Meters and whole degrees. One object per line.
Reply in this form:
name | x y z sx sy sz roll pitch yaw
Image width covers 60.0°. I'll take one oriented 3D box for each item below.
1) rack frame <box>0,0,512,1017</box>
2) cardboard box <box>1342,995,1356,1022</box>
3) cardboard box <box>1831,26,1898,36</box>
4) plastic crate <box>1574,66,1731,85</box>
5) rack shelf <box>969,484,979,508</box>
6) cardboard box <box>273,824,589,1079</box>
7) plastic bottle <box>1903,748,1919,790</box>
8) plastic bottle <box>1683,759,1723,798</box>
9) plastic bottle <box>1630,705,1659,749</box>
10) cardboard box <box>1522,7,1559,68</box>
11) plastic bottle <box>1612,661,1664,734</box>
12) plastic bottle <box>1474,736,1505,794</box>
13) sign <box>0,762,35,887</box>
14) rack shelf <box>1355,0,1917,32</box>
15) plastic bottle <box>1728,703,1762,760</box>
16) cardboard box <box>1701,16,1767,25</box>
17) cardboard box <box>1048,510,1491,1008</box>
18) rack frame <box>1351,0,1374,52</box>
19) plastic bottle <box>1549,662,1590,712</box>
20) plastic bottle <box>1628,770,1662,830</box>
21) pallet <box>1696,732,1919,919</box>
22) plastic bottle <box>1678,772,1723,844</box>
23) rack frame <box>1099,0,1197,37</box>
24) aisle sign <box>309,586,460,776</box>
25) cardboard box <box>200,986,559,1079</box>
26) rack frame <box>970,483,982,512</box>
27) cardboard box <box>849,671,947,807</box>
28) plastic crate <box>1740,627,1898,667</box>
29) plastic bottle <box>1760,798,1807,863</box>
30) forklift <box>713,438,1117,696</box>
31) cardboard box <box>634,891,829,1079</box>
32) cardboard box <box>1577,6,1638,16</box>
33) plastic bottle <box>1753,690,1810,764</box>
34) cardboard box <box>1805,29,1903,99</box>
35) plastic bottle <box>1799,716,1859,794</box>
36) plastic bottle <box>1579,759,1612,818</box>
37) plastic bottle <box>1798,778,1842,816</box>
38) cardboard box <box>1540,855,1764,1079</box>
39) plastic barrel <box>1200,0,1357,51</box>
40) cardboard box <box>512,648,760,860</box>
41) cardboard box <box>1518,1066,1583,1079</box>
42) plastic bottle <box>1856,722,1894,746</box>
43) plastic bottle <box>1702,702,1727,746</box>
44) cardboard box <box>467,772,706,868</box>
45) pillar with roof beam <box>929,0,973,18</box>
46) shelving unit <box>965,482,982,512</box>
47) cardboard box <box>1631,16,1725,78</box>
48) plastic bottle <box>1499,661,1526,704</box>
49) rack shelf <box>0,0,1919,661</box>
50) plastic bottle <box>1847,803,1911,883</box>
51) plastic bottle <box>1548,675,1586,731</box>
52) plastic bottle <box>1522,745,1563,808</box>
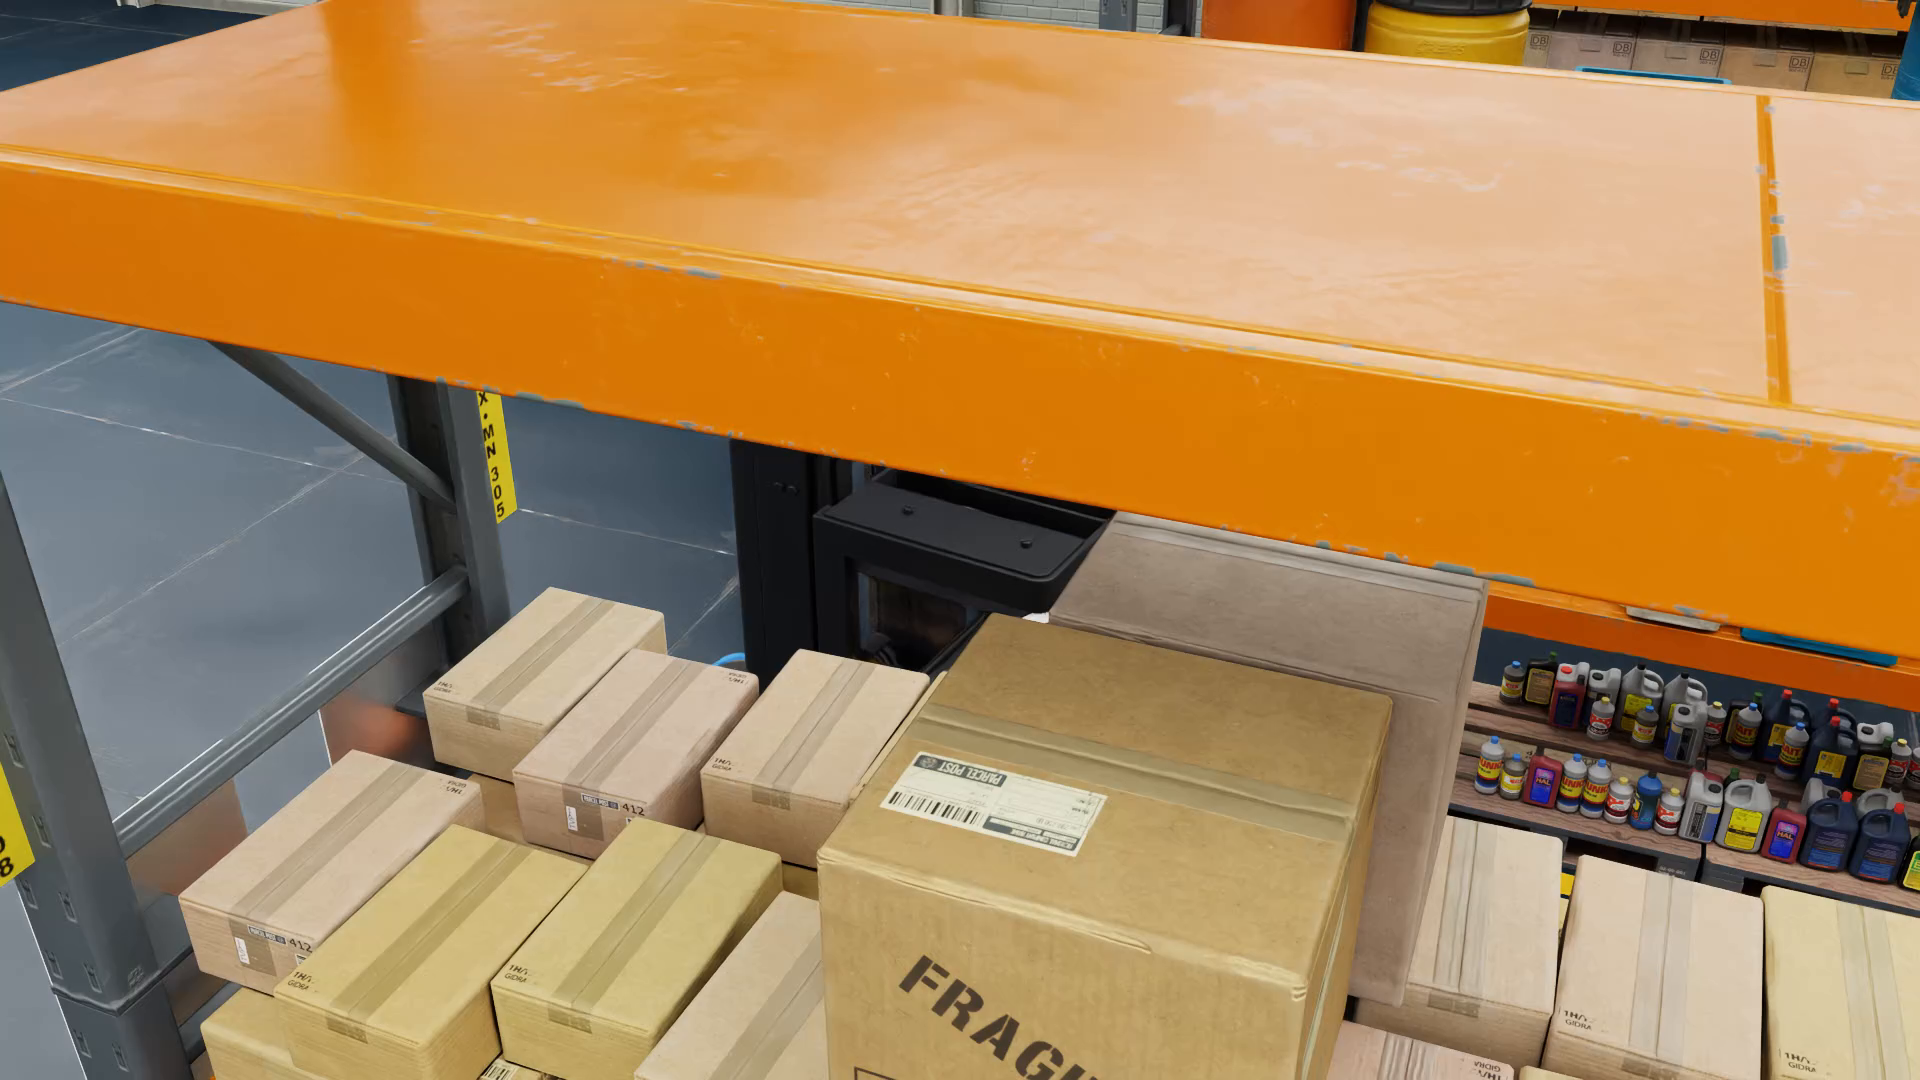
rack frame | -1.097 -0.850 2.108 0.127 3.000 1.000 11 31 19
cardboard box | 0.380 0.684 2.595 0.500 0.250 0.500 12 32 20
cardboard box | 7.642 -4.490 14.015 0.500 0.500 0.500 11 31 19
plastic crate | 2.645 -1.580 6.464 0.575 0.384 0.392 11 31 19
rack shelf | 0.008 -0.283 9.587 0.200 0.077 0.258 11 31 19
cardboard box | -0.725 0.596 2.345 0.250 0.149 0.380 12 32 20
plastic bottle | 4.247 0.993 7.342 0.097 0.201 0.097 0 29 0
plastic bottle | 3.180 1.071 7.120 0.133 0.283 0.061 11 31 19
plastic bottle | 3.134 0.847 7.600 0.097 0.201 0.097 0 29 0
cardboard box | 3.597 -3.166 10.882 0.500 0.500 0.700 10 31 18
plastic bottle | 3.138 0.719 7.675 0.185 0.351 0.144 13 32 21
plastic bottle | 2.328 0.977 7.298 0.097 0.271 0.097 0 29 0
sign | -1.301 0.323 2.193 0.005 0.325 0.100 11 31 19
rack shelf | 4.484 -3.377 10.359 4.000 0.370 1.077 11 31 19
plastic bottle | 3.554 0.856 7.512 0.097 0.271 0.097 0 29 0
cardboard box | 6.715 -4.678 14.347 0.500 0.500 0.500 10 31 18
cardboard box | 0.434 0.237 2.322 0.500 0.500 0.500 11 31 19
rack frame | 2.631 -2.754 11.574 0.127 3.000 1.000 11 31 19
plastic bottle | 2.855 0.697 7.790 0.135 0.276 0.152 12 31 19
plastic bottle | 2.926 1.097 7.087 0.097 0.271 0.097 0 29 0
pallet | 3.865 1.314 7.210 1.213 0.211 1.003 11 31 19
plastic bottle | 3.140 1.123 7.036 0.135 0.276 0.152 12 32 20
rack frame | 0.765 -3.108 6.104 0.127 3.000 1.000 11 31 19
aisle sign | -1.042 0.482 3.207 0.004 0.787 0.394 11 31 19
cardboard box | -0.748 0.728 2.517 0.500 0.250 0.500 12 32 21
rack frame | 0.102 -0.371 9.493 0.006 0.900 0.240 11 31 19
cardboard box | 0.011 0.395 2.702 0.250 0.149 0.380 11 31 19
plastic crate | 3.344 0.227 6.450 0.616 0.251 0.499 11 31 19
plastic bottle | 3.422 1.200 6.891 0.133 0.283 0.061 13 32 22
forklift | 0.111 0.667 5.592 3.031 2.935 1.130 16 33 26
cardboard box | -0.219 0.670 2.216 0.250 0.149 0.380 13 32 21
cardboard box | 5.750 -4.864 14.676 0.500 0.500 0.500 10 31 17
plastic bottle | 3.705 0.832 7.475 0.185 0.351 0.144 10 31 17
cardboard box | 5.455 -2.795 10.226 0.500 0.500 0.700 11 31 19
plastic bottle | 3.825 0.933 7.297 0.185 0.351 0.144 11 31 19
plastic bottle | 2.738 1.059 7.153 0.097 0.271 0.097 0 29 0
plastic bottle | 3.621 1.142 7.001 0.135 0.276 0.152 11 31 19
cardboard box | 0.950 0.631 2.284 0.250 0.149 0.380 12 32 20
plastic barrel | 1.263 -2.140 6.576 0.708 0.830 0.600 11 31 19
cardboard box | -0.525 0.359 2.766 0.250 0.149 0.380 10 31 17
cardboard box | 0.760 0.828 1.936 0.250 0.149 0.380 10 31 17
plastic bottle | 4.031 0.932 7.374 0.135 0.276 0.152 12 32 21
plastic bottle | 3.451 0.834 7.623 0.097 0.201 0.097 0 29 0
cardboard box | -0.555 0.495 2.930 0.500 0.250 0.500 12 32 20
pillar with roof beam | -1.715 -7.037 13.055 0.400 9.000 9.100 11 31 19
shelving unit | 0.008 -0.390 9.526 0.210 0.900 0.258 11 31 19
cardboard box | 4.529 -2.980 10.554 0.500 0.500 0.700 11 31 19
plastic bottle | 2.632 0.670 7.913 0.097 0.201 0.097 0 29 0
rack shelf | 0.756 -0.165 1.631 4.000 0.370 1.077 11 31 19
plastic bottle | 3.766 1.218 6.792 0.185 0.351 0.144 10 31 18
plastic bottle | 2.815 0.742 7.702 0.133 0.283 0.061 11 31 19
plastic bottle | 2.531 1.022 7.206 0.133 0.283 0.061 12 32 20
